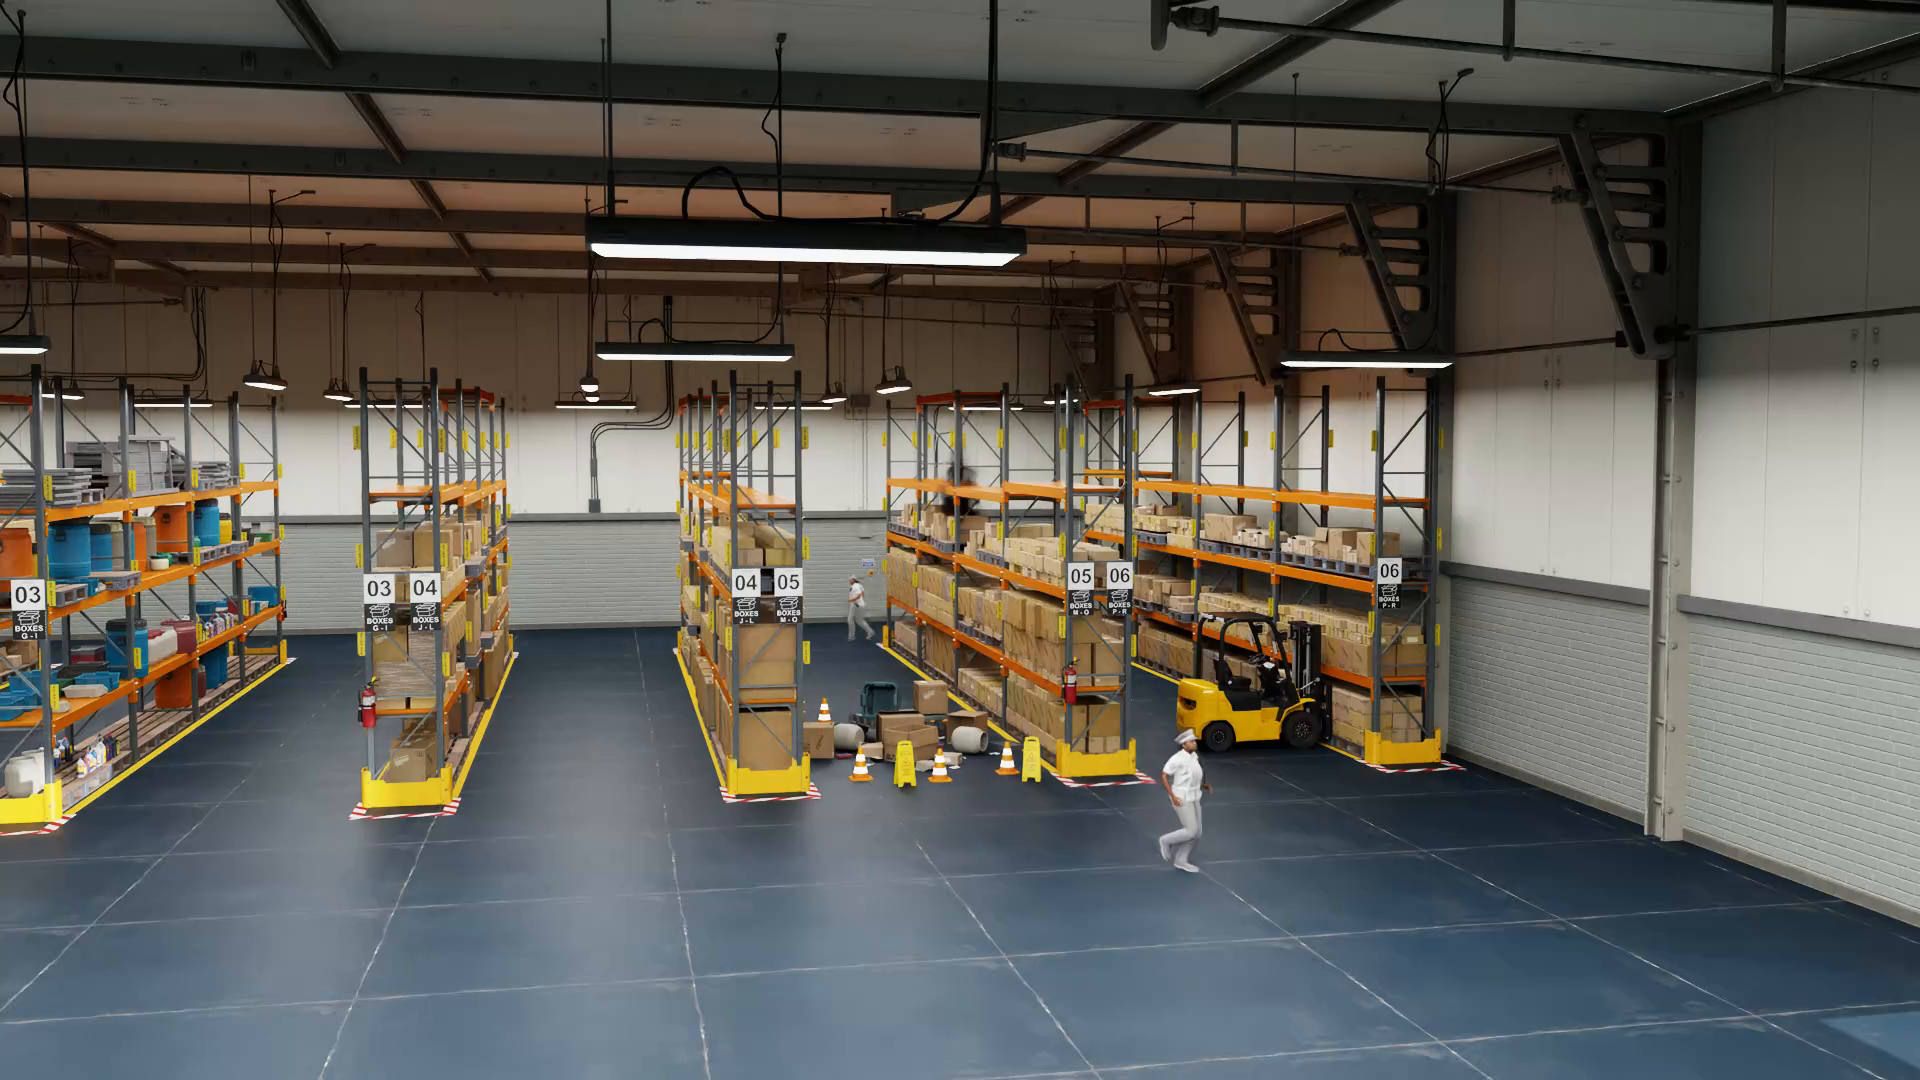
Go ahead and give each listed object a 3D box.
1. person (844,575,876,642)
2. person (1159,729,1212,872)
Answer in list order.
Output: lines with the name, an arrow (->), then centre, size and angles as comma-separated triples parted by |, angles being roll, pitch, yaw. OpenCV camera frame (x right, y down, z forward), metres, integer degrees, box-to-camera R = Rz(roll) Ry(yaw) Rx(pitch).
person -> -2.488, 1.717, 41.458 | 0.786, 1.712, 0.615 | 0, 3, -6
person -> 2.640, 3.024, 19.358 | 0.568, 1.671, 0.605 | 3, 4, 40
